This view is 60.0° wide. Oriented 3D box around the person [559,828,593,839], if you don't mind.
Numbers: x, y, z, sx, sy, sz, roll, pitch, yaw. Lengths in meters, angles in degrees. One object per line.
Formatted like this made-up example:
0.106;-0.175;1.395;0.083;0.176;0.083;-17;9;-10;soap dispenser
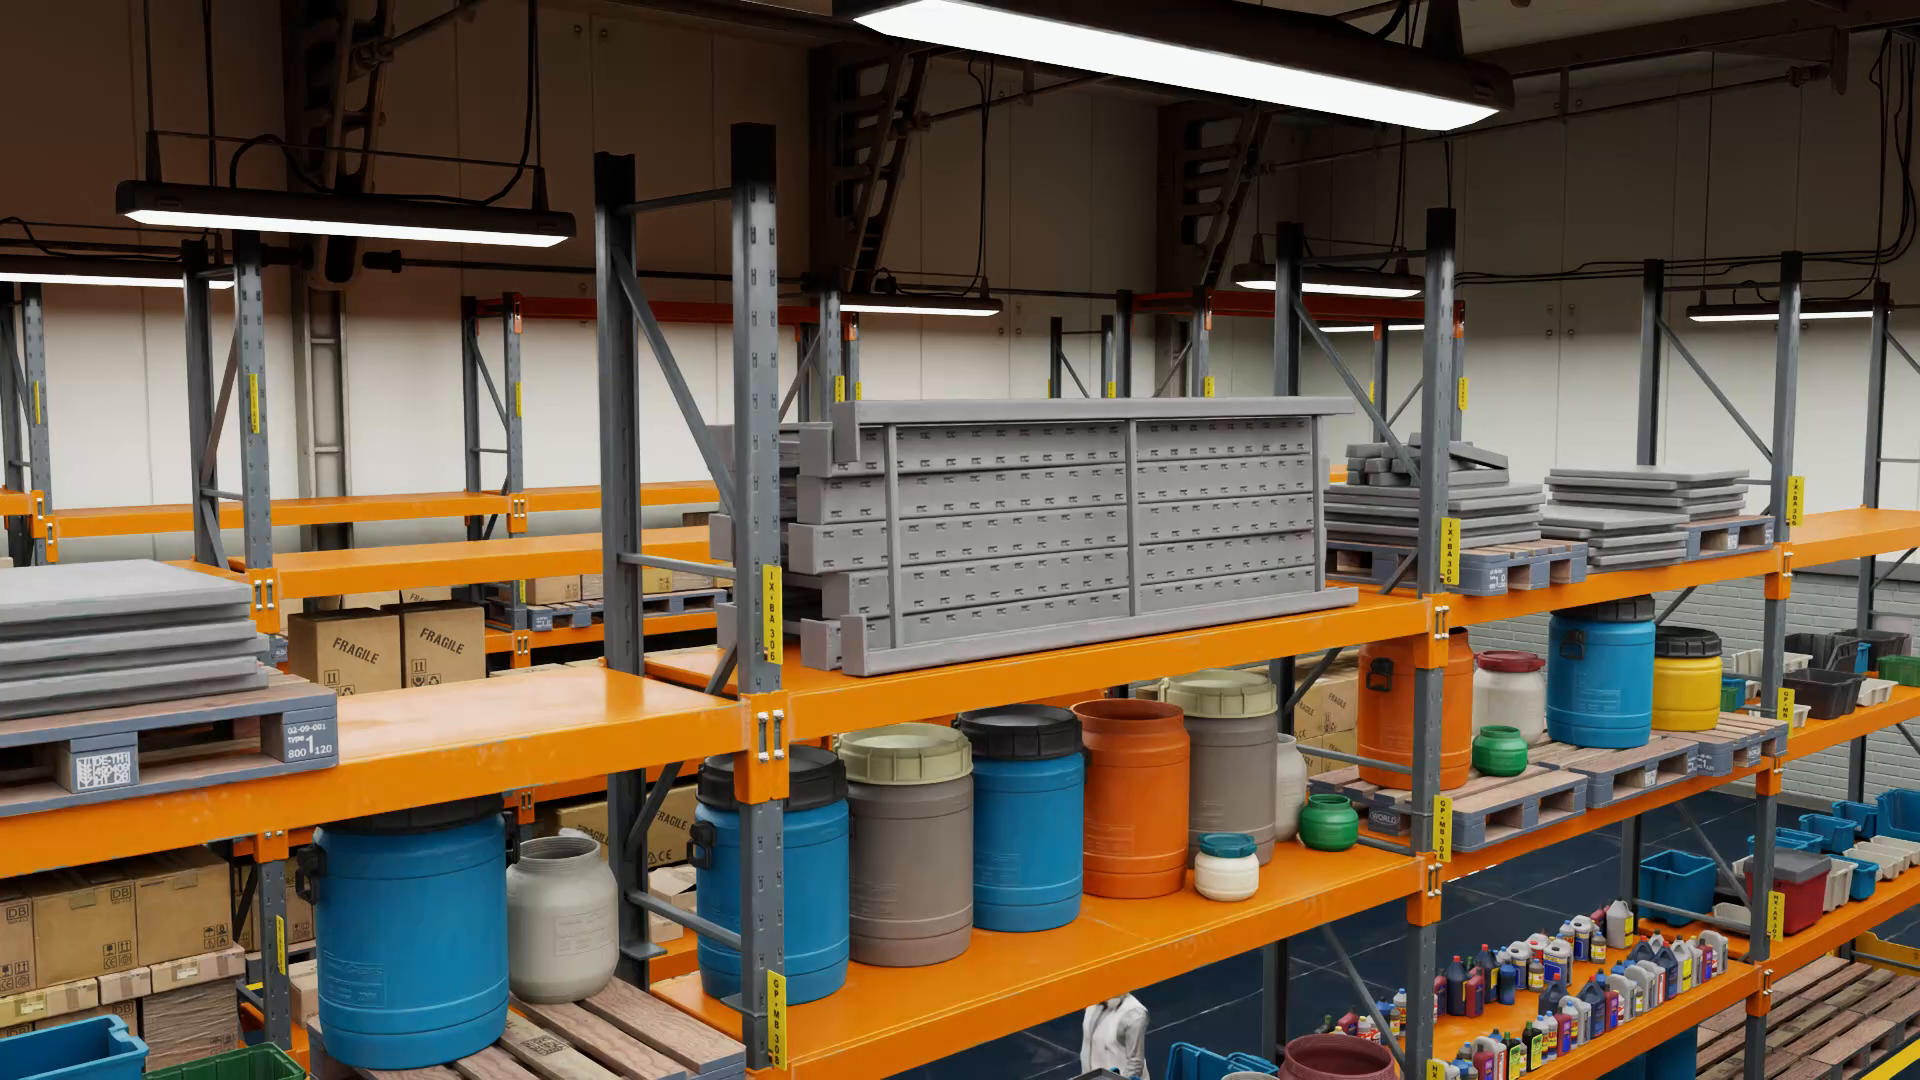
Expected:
-3.082;3.092;13.091;0.905;1.637;0.472;-3;6;-27;person

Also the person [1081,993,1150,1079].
0.886;3.339;10.035;0.696;1.782;0.584;-3;6;-31;person
